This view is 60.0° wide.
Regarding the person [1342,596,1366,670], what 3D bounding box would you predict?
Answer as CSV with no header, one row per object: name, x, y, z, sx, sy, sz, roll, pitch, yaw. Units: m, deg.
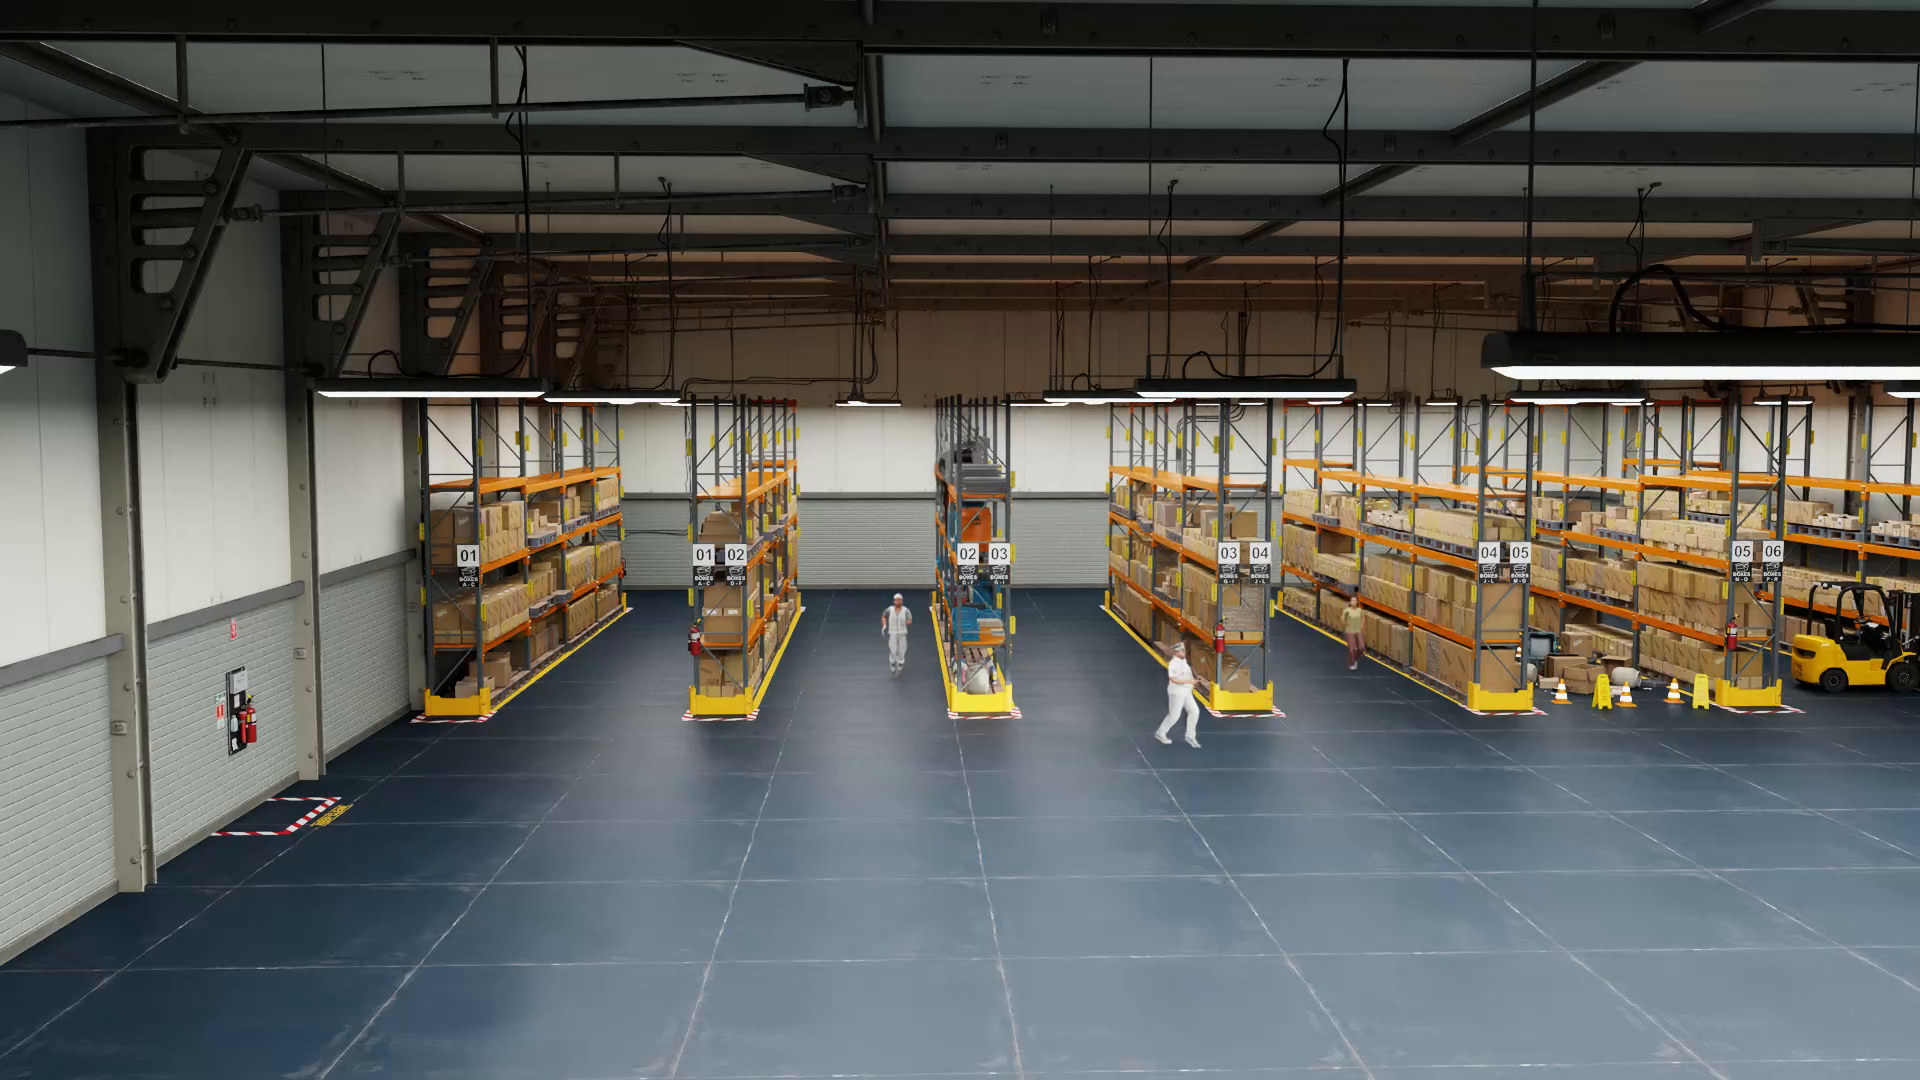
person,8.635,2.036,36.319,0.565,1.645,0.577,0,5,-5

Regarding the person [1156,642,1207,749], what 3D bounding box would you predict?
person,3.761,2.628,28.195,0.869,1.837,0.665,3,5,32

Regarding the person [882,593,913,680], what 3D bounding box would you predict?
person,-1.331,2.051,35.335,0.645,1.843,0.768,0,5,-6

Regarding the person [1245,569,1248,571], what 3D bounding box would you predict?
person,8.106,1.135,48.124,0.773,1.637,0.604,-3,6,-36
